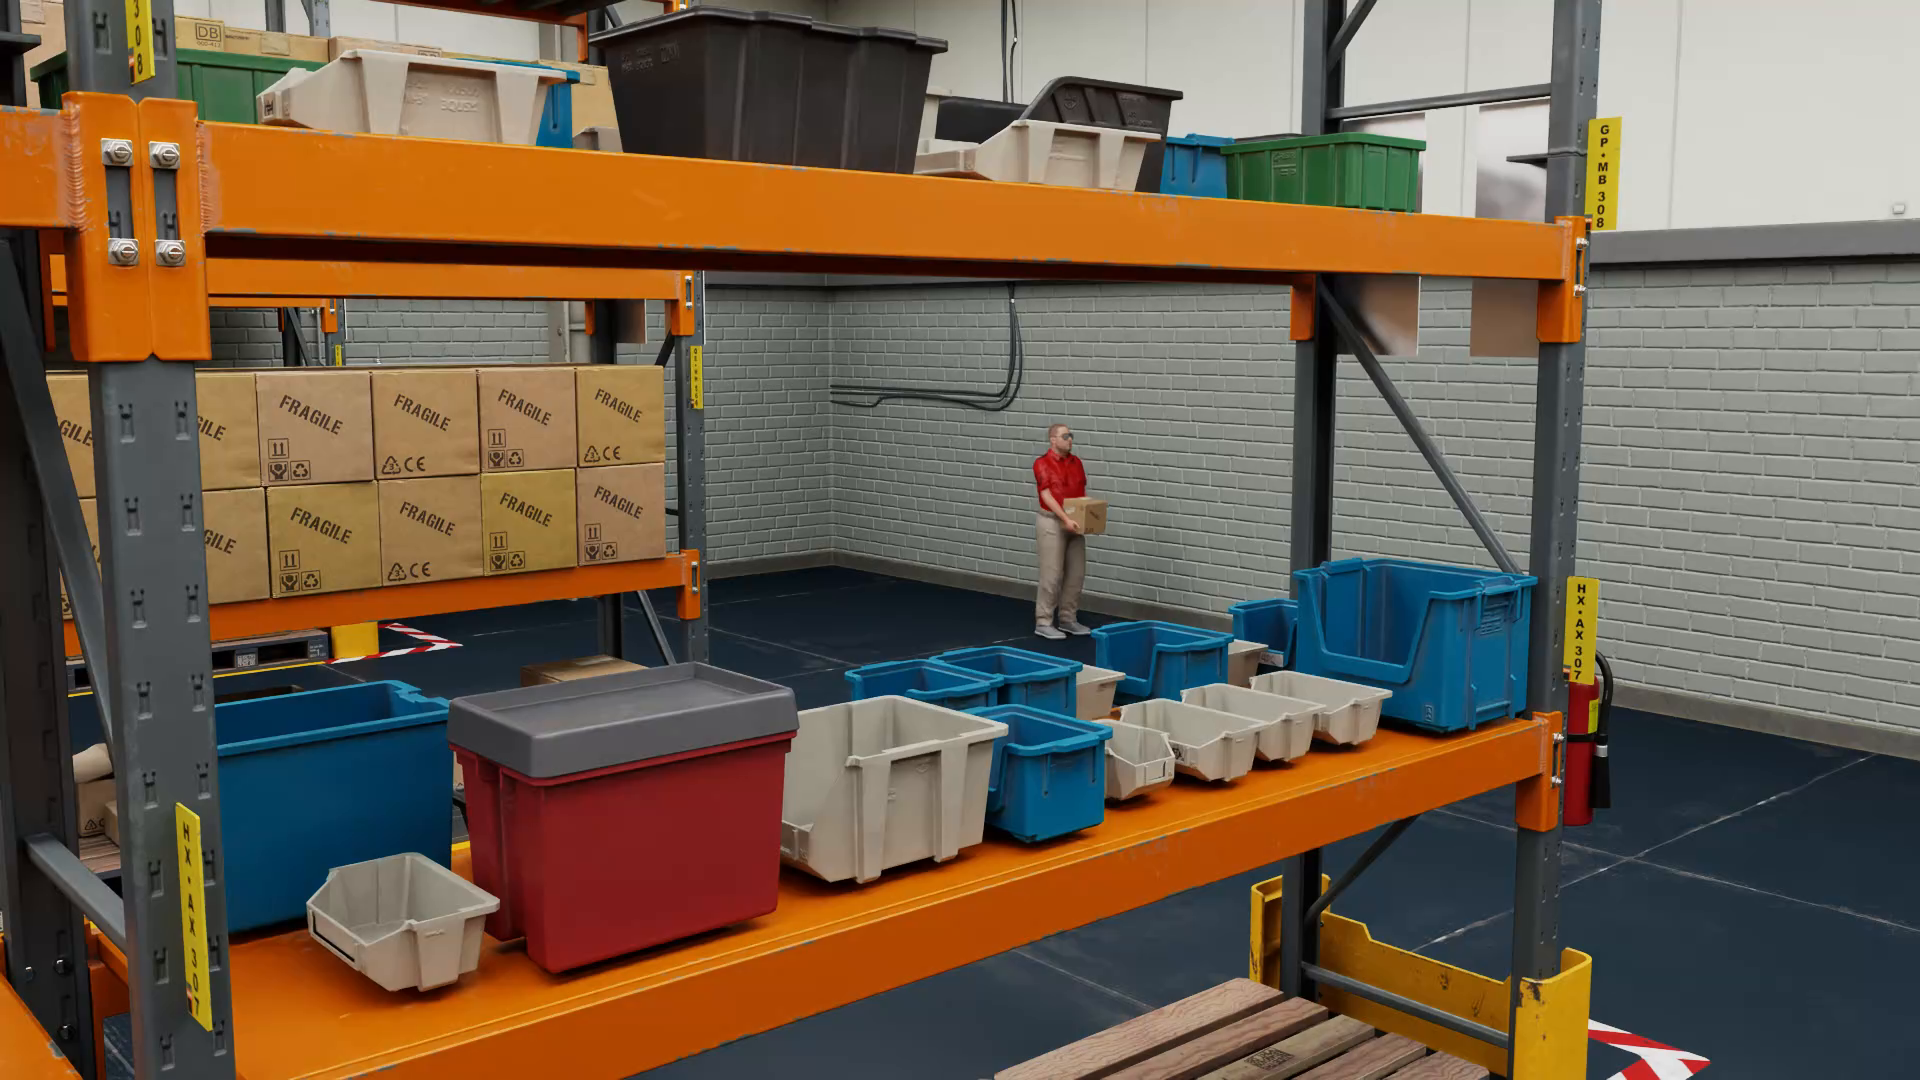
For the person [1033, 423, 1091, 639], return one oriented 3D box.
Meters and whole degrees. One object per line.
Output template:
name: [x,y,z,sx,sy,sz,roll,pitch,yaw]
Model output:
person: [0.886,-0.074,13.420,0.509,1.722,0.533,-6,10,-41]
